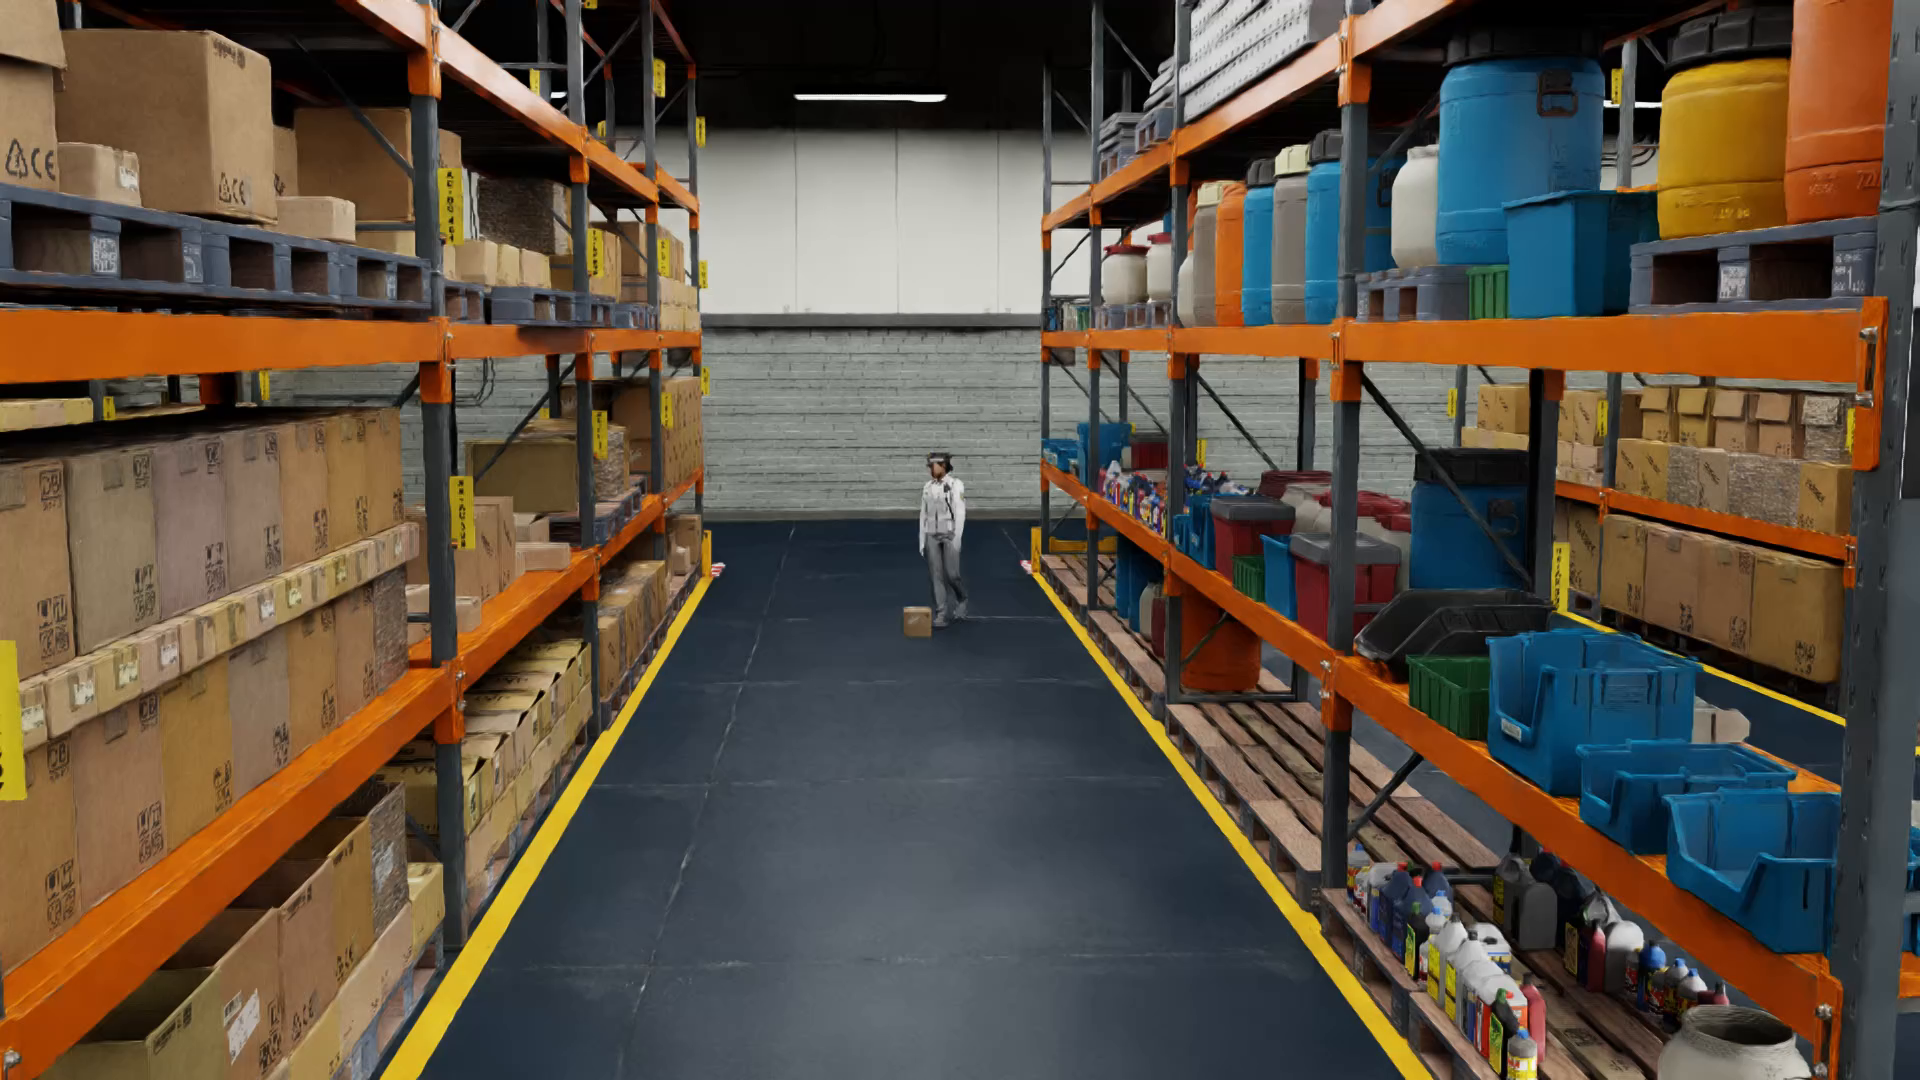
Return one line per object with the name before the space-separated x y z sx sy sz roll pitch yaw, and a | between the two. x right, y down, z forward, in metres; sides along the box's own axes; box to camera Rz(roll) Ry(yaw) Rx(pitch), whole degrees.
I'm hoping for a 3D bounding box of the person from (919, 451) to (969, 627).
person | -0.176 -0.022 15.918 0.501 1.654 0.615 3 8 23
